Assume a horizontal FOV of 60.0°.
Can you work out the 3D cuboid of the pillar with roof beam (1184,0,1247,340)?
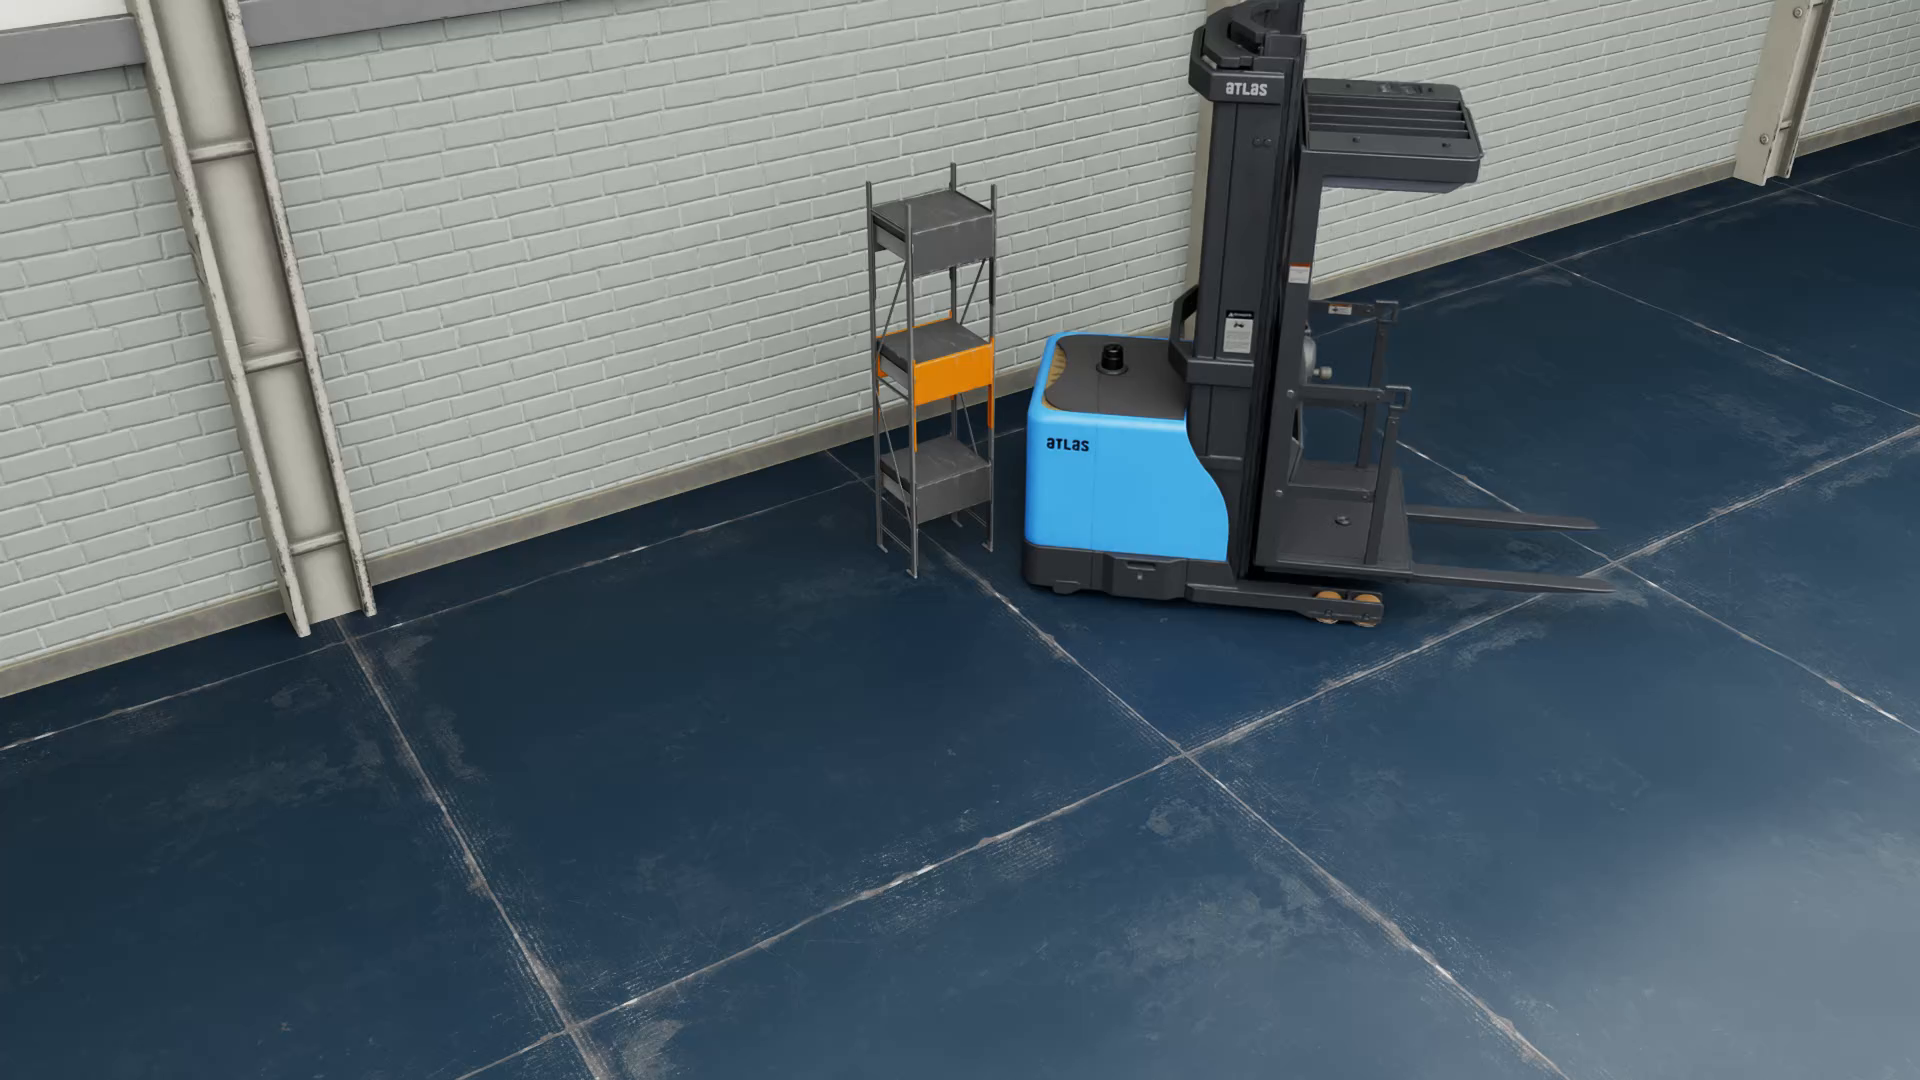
[{"bbox_3d":[4.098,-3.240,5.951,0.400,9.000,9.100,-19,37,-27],"label":"pillar with roof beam"}]

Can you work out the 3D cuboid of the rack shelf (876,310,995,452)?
[{"bbox_3d":[-0.139,-0.829,8.621,0.480,0.518,0.431,-19,37,-27],"label":"rack shelf"}]

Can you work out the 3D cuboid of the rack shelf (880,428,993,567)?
[{"bbox_3d":[-0.139,-0.237,8.995,0.480,0.518,0.431,-19,37,-27],"label":"rack shelf"}]

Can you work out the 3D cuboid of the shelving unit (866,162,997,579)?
[{"bbox_3d":[-0.139,-0.840,8.614,0.503,2.100,0.431,-19,37,-27],"label":"shelving unit"}]

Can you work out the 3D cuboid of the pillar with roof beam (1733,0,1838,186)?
[{"bbox_3d":[9.141,-4.974,8.701,0.400,9.000,9.100,-19,37,-27],"label":"pillar with roof beam"}]

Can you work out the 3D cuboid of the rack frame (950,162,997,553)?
[{"bbox_3d":[0.066,-0.911,8.726,0.015,2.100,0.400,-19,37,-27],"label":"rack frame"}]

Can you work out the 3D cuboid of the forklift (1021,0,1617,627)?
[{"bbox_3d":[1.887,-1.099,8.245,3.031,2.935,1.130,5,33,8],"label":"forklift"}]

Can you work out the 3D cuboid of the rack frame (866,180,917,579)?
[{"bbox_3d":[-0.344,-0.770,8.502,0.015,2.100,0.400,-19,37,-27],"label":"rack frame"}]

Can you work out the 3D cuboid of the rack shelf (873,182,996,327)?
[{"bbox_3d":[-0.139,-1.421,8.248,0.480,0.518,0.431,-19,37,-27],"label":"rack shelf"}]

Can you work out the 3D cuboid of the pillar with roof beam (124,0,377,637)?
[{"bbox_3d":[-0.945,-1.505,3.202,0.400,9.000,9.100,-19,37,-27],"label":"pillar with roof beam"}]
